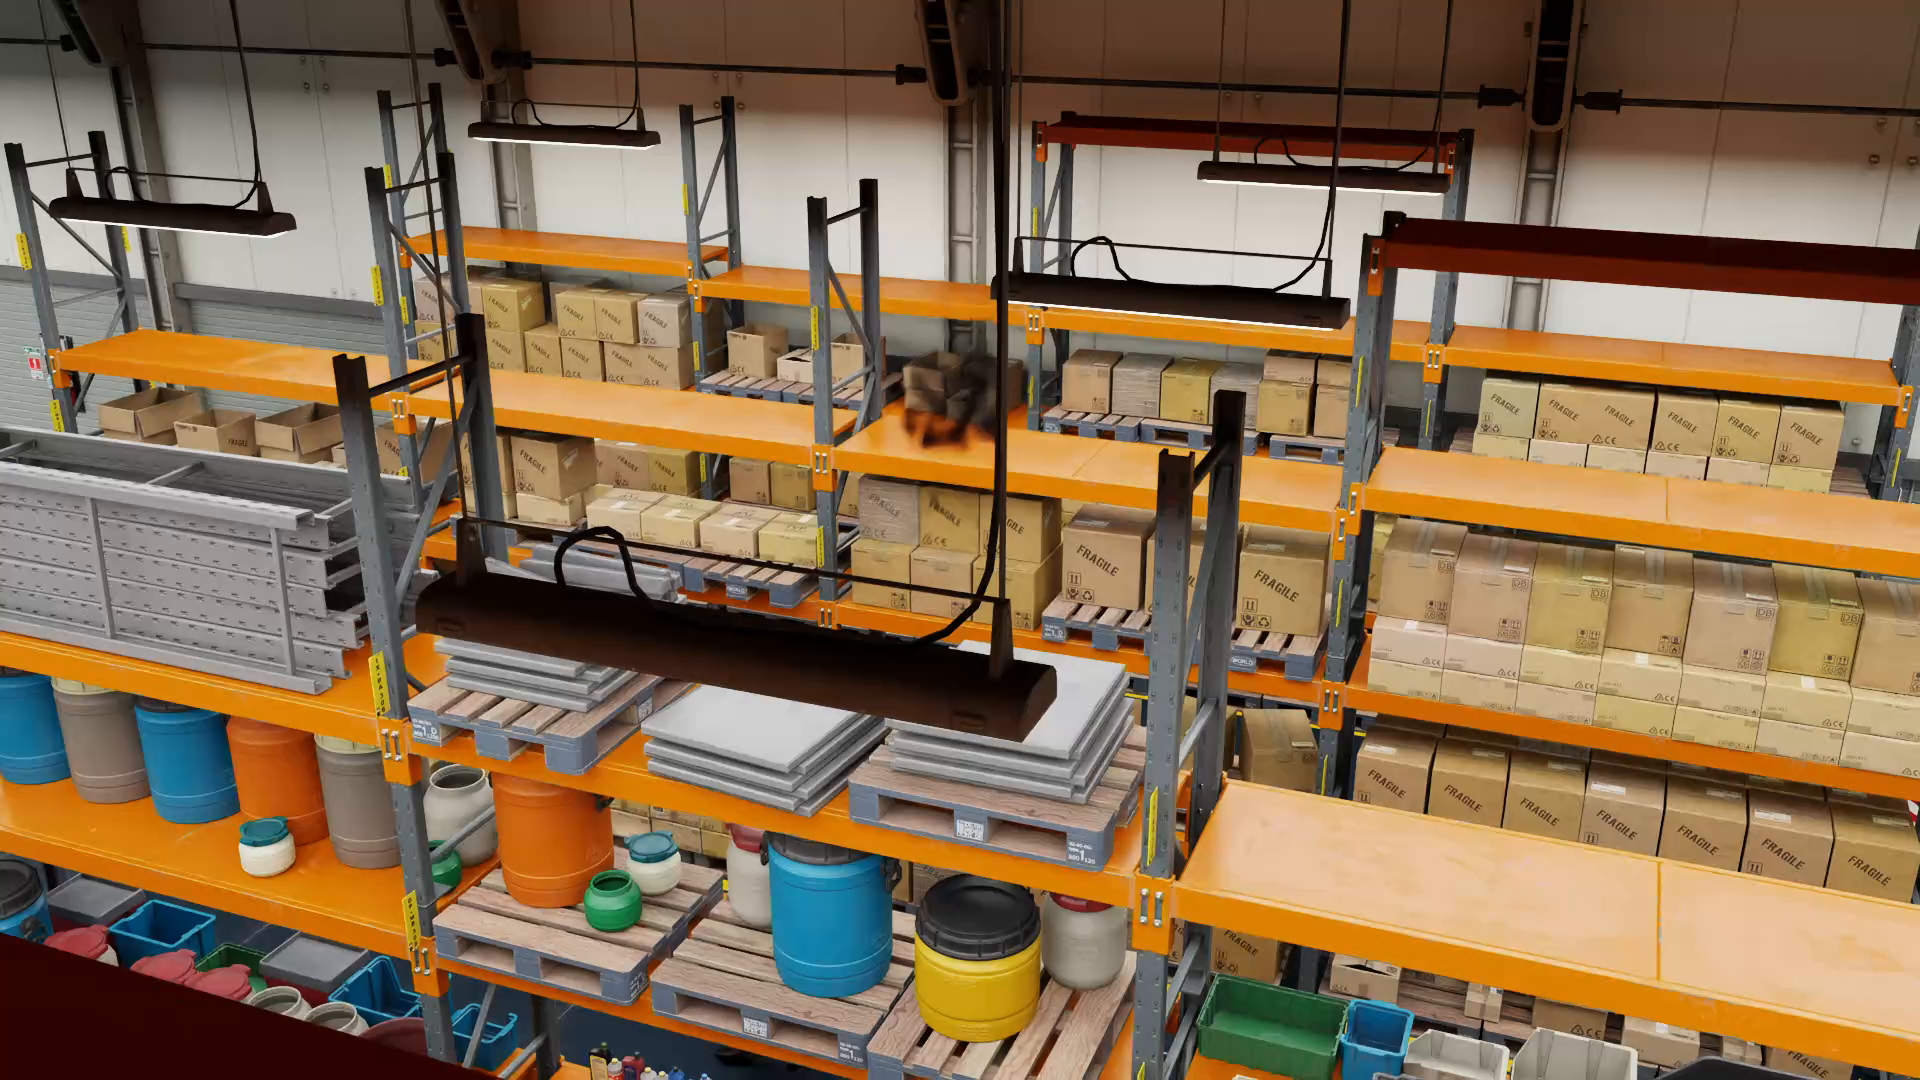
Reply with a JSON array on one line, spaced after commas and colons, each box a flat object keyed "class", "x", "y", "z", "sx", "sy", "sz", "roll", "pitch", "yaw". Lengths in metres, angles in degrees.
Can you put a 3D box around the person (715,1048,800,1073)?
[{"class": "person", "x": -1.423, "y": 3.085, "z": 11.927, "sx": 0.803, "sy": 1.687, "sz": 0.668, "roll": 5, "pitch": 21, "yaw": 12}]
